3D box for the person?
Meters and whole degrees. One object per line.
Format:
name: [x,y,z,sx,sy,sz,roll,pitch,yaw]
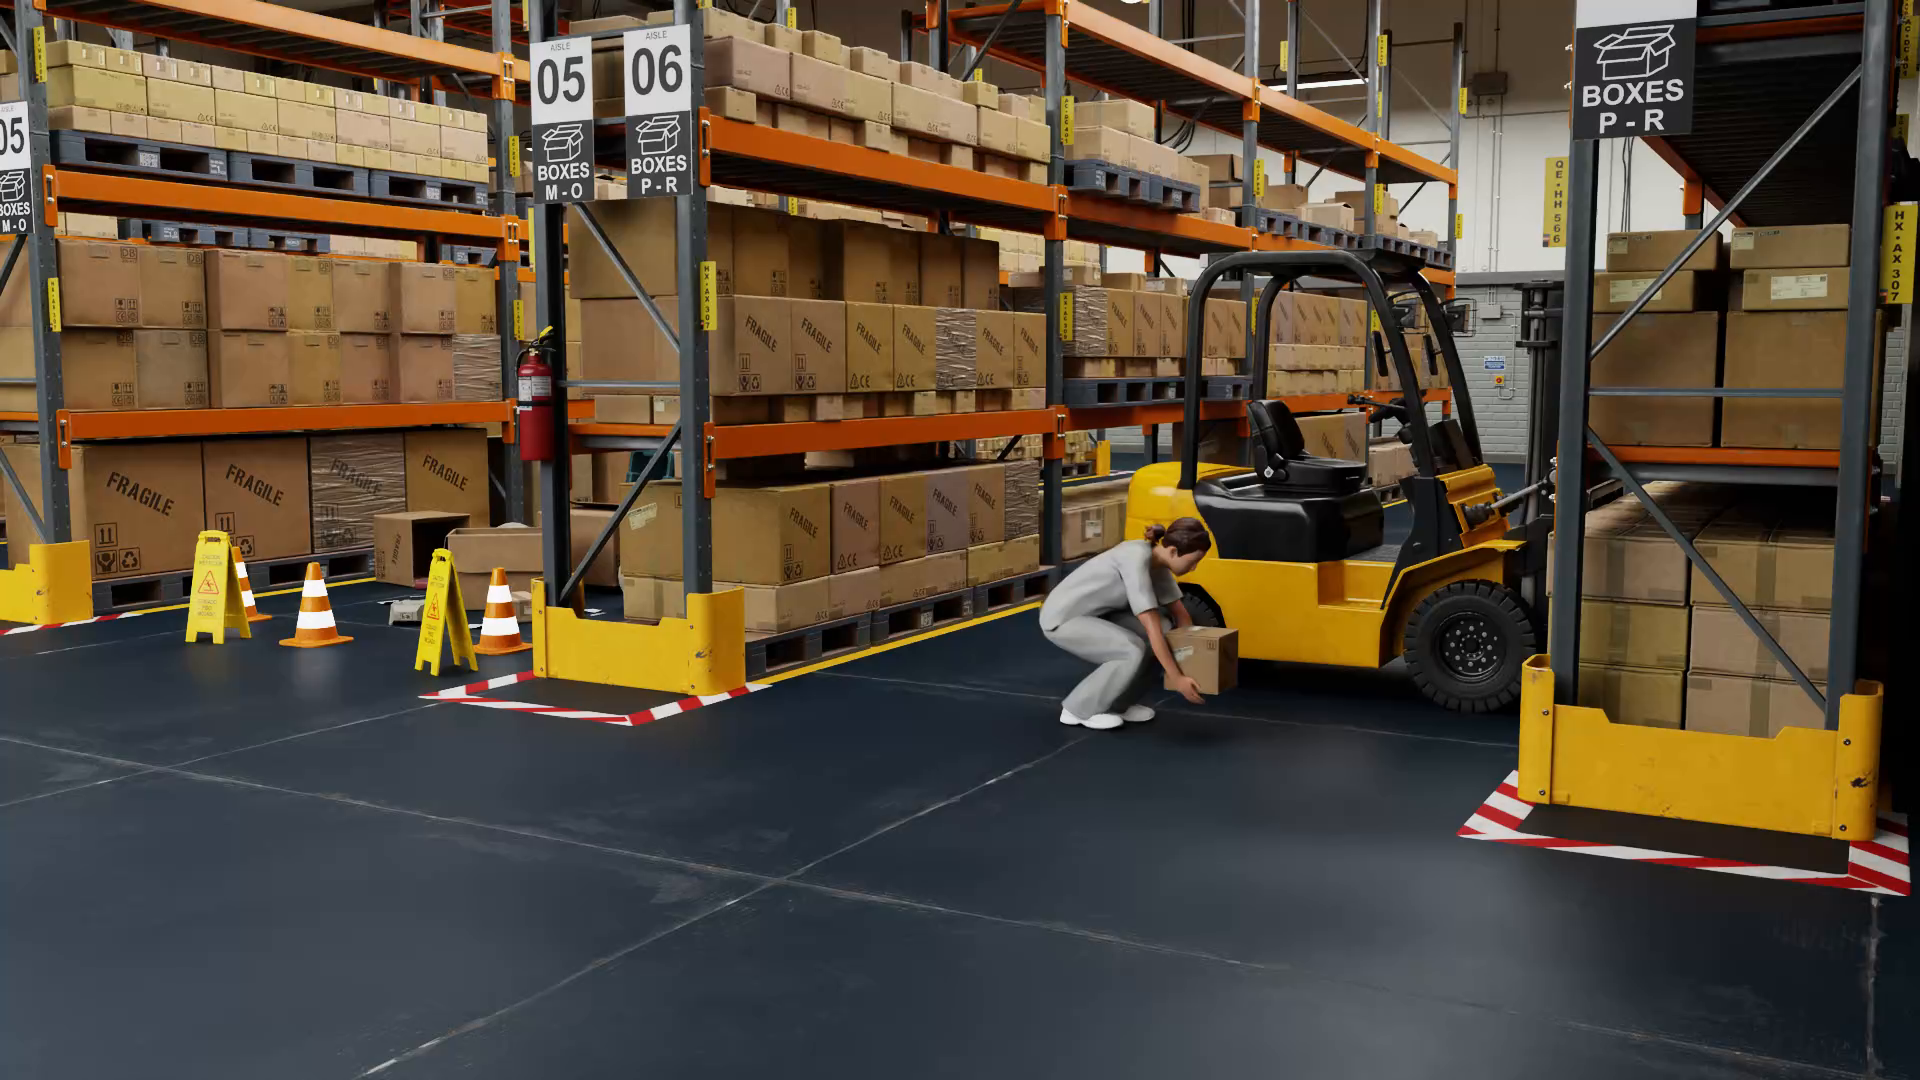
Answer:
person: [0.759,0.344,7.424,0.803,0.915,0.485,3,7,28]
